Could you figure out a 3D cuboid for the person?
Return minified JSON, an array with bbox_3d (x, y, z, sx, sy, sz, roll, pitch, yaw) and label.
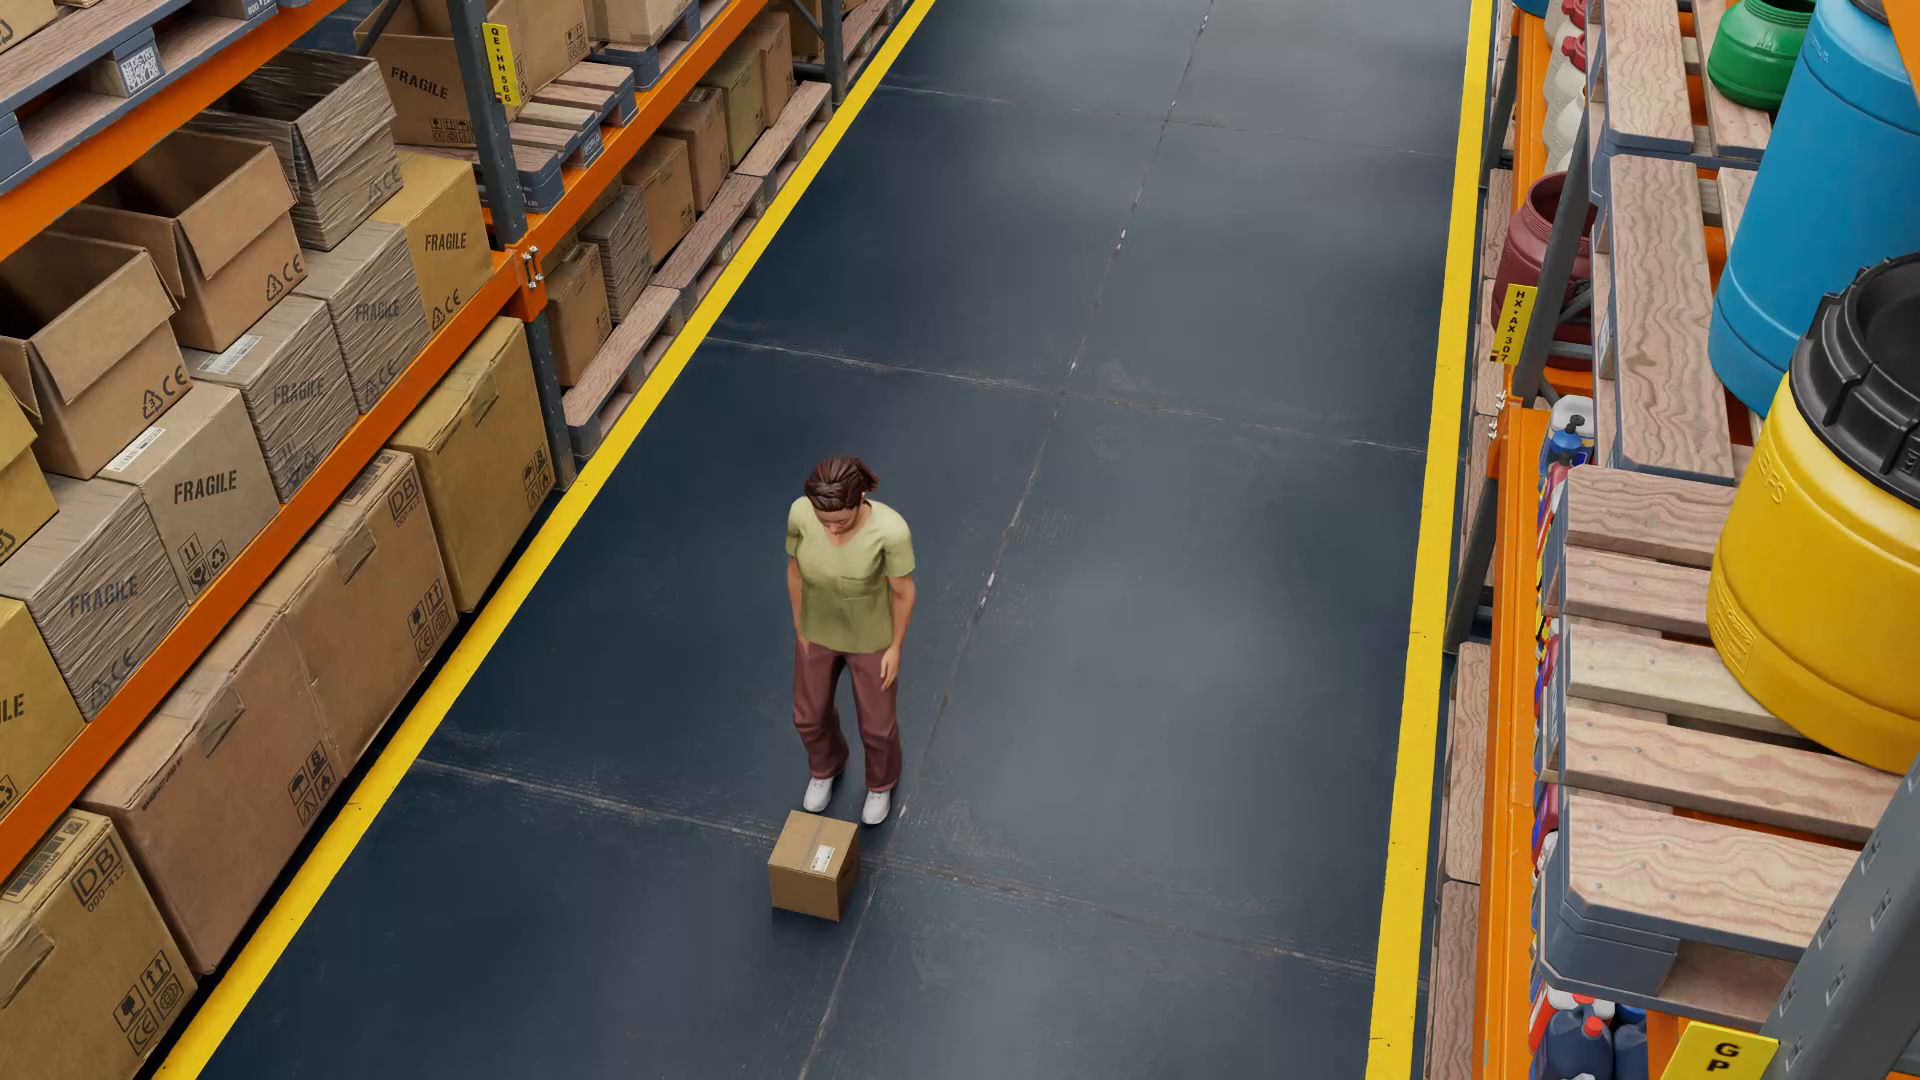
[{"bbox_3d":[-0.379,0.339,5.796,0.460,1.652,0.347,11,42,12],"label":"person"}]
